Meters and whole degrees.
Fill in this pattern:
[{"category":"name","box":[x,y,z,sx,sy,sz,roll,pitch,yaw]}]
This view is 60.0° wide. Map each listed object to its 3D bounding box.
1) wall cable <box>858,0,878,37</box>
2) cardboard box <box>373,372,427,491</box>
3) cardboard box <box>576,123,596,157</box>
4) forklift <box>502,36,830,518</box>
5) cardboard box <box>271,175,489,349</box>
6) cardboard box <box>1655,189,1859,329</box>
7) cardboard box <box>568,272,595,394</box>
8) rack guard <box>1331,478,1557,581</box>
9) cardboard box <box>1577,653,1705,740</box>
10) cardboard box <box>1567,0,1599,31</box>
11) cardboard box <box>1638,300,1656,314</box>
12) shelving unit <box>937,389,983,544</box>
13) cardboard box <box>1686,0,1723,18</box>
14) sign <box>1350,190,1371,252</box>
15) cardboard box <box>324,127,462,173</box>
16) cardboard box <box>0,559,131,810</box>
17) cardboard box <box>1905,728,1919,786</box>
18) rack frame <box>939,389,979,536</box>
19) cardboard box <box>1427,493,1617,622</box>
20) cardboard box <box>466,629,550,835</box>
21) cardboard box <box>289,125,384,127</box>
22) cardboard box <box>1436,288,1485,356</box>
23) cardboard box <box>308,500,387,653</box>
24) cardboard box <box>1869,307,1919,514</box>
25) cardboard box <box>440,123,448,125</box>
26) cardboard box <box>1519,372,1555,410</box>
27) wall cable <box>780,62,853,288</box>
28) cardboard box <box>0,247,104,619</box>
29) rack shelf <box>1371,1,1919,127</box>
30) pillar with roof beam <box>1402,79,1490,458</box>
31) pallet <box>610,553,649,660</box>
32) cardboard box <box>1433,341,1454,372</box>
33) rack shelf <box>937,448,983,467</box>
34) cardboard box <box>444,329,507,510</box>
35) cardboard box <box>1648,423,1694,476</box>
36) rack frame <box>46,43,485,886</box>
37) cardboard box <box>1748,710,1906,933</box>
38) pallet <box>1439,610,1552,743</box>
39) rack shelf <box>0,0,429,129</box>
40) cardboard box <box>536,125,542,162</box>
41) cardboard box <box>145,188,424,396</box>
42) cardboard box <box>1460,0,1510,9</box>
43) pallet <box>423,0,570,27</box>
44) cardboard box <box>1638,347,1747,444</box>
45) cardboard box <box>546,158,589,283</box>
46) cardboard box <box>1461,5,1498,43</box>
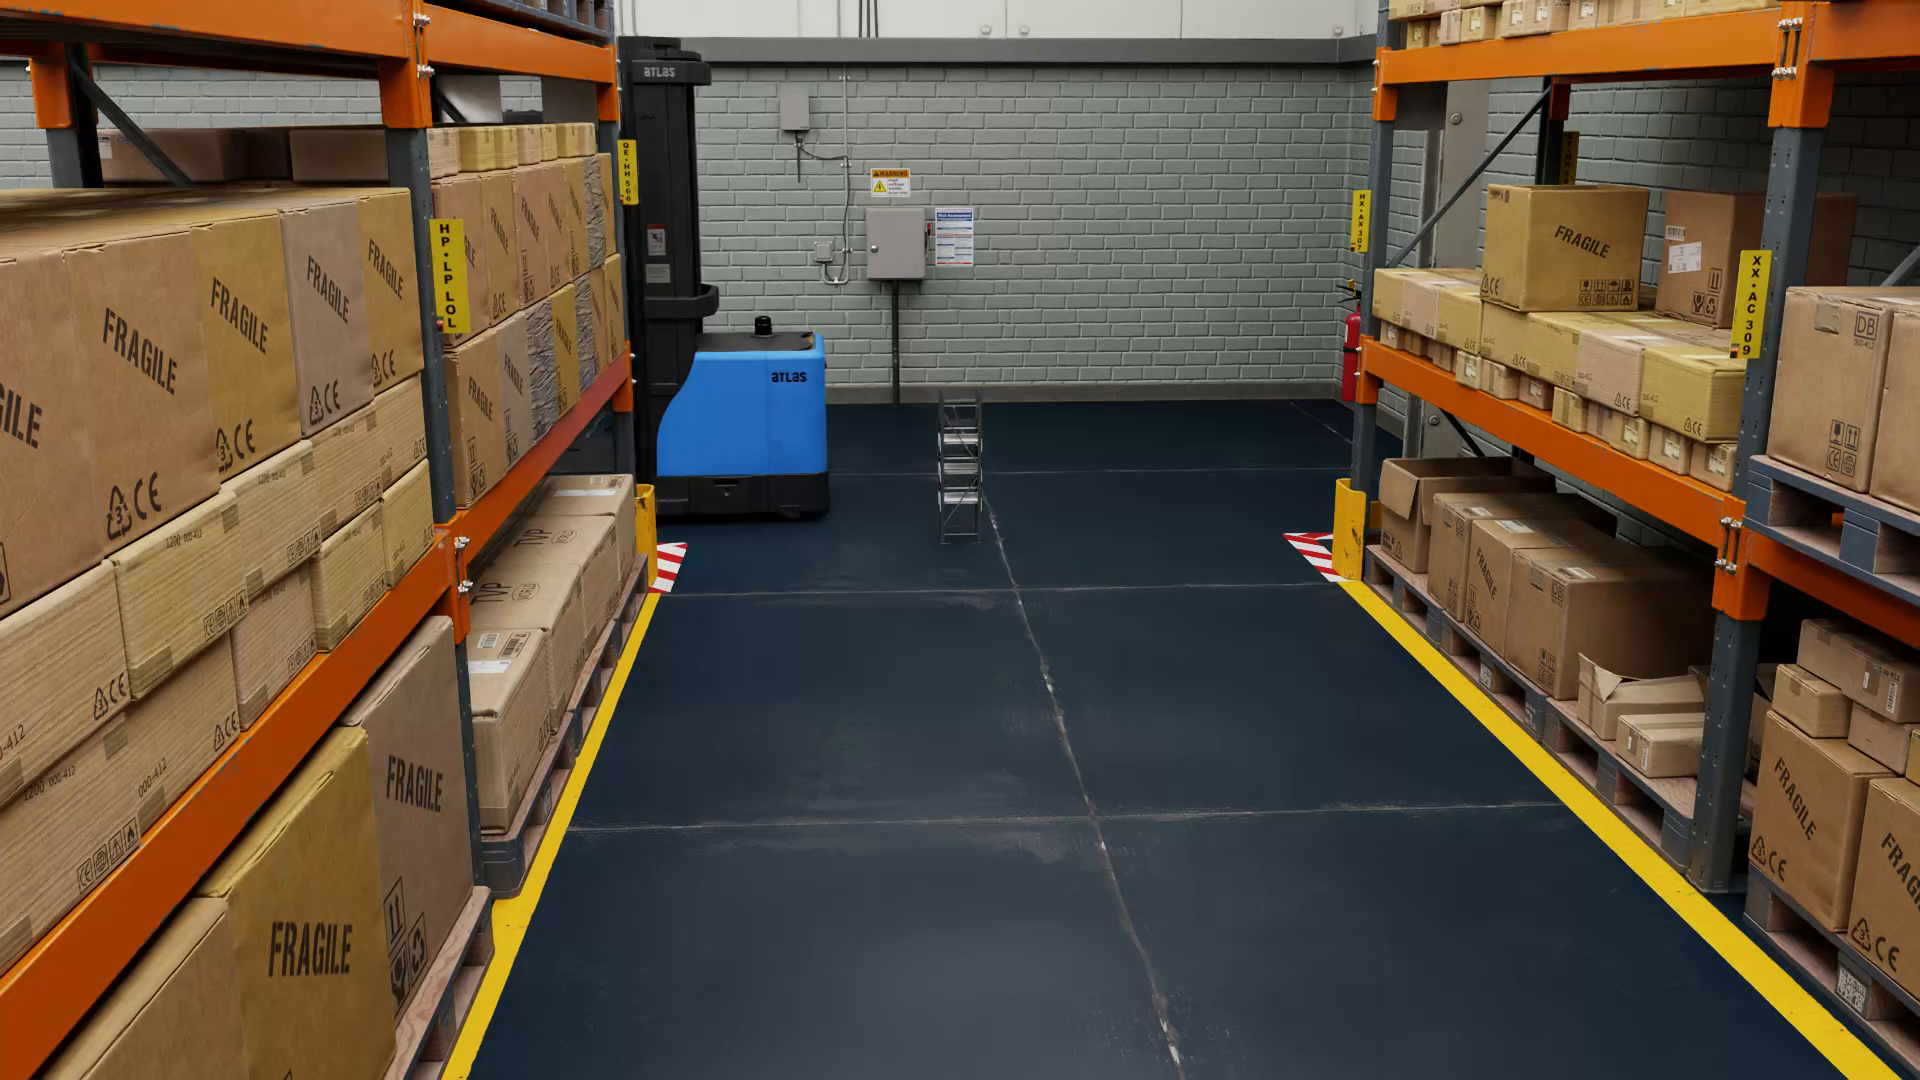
[{"category":"wall cable","box":[0.638,-5.599,13.655,2.988,3.039,0.133,-1,14,-3]},{"category":"cardboard box","box":[-1.744,-0.290,4.431,0.500,0.250,0.500,-1,14,-3]},{"category":"cardboard box","box":[-1.900,-1.856,7.711,0.380,0.149,0.250,-1,14,-4]},{"category":"forklift","box":[-2.372,-1.631,10.485,3.031,2.935,1.130,-1,14,-5]},{"category":"cardboard box","box":[-1.802,-0.881,5.224,0.500,0.500,0.500,-1,14,-3]},{"category":"cardboard box","box":[3.113,-1.113,6.531,0.500,0.500,0.500,-1,14,-5]},{"category":"cardboard box","box":[-1.910,-0.901,7.307,0.500,0.500,0.500,0,14,-2]},{"category":"rack guard","box":[2.697,-0.069,9.292,1.175,0.500,0.348,-1,14,-3]},{"category":"cardboard box","box":[2.590,0.594,6.342,0.396,0.266,0.258,0,14,-1]},{"category":"cardboard box","box":[2.583,-2.038,6.413,0.380,0.149,0.250,-1,14,-3]},{"category":"cardboard box","box":[3.074,-0.878,7.124,0.500,0.250,0.500,-1,14,-4]},{"category":"shelving unit","box":[-0.001,-0.438,9.922,0.258,0.900,0.210,-1,14,-3]},{"category":"cardboard box","box":[2.611,-1.781,5.412,0.380,0.149,0.250,-1,14,-4]},{"category":"sign","box":[2.150,-1.709,8.913,0.100,0.325,0.005,-1,14,-3]},{"category":"cardboard box","box":[-1.864,-1.282,5.480,0.380,0.149,0.250,-1,14,-4]},{"category":"cardboard box","box":[-1.601,0.217,2.463,0.500,0.250,0.500,-1,14,-4]},{"category":"cardboard box","box":[2.818,0.614,4.492,0.380,0.149,0.250,-2,15,-6]},{"category":"rack frame","box":[-0.007,-0.463,10.020,0.240,0.900,0.006,-1,14,-3]},{"category":"cardboard box","box":[2.649,0.075,7.887,0.700,0.500,0.500,0,14,-1]},{"category":"cardboard box","box":[-1.946,0.653,5.766,0.875,0.438,0.875,-1,14,-4]},{"category":"cardboard box","box":[-2.397,-1.525,6.423,0.380,0.149,0.250,-1,14,-3]},{"category":"cardboard box","box":[2.517,-1.002,7.604,0.500,0.250,0.500,-1,14,-4]},{"category":"cardboard box","box":[-1.704,0.081,3.994,0.500,0.250,0.500,-1,14,-4]},{"category":"cardboard box","box":[2.779,-0.303,4.141,0.700,0.500,0.500,-1,14,-3]},{"category":"cardboard box","box":[-2.493,-1.780,7.414,0.380,0.149,0.250,-1,14,-5]},{"category":"cardboard box","box":[2.590,-0.642,7.004,0.380,0.149,0.250,-1,14,-4]},{"category":"wall cable","box":[-1.220,-3.140,14.171,0.588,1.984,0.122,-1,14,-3]},{"category":"cardboard box","box":[-1.610,-0.143,2.354,0.500,0.500,0.500,0,14,-2]},{"category":"rack shelf","box":[2.816,-1.905,6.836,1.077,0.370,4.000,-1,14,-3]},{"category":"pillar with roof beam","box":[-0.872,-4.822,10.708,9.100,9.000,0.400,-1,14,-3]},{"category":"pallet","box":[-2.134,0.327,8.332,1.003,0.211,1.213,-1,14,-3]},{"category":"cardboard box","box":[2.506,-0.900,8.008,0.380,0.149,0.250,0,14,-2]},{"category":"rack shelf","box":[-0.001,-0.493,9.908,0.258,0.077,0.200,-1,14,-3]},{"category":"cardboard box","box":[-1.782,-0.395,5.343,0.500,0.500,0.500,0,14,-2]},{"category":"cardboard box","box":[2.630,-0.322,5.762,0.380,0.149,0.250,0,14,-2]},{"category":"rack frame","box":[-2.014,-0.226,4.886,1.000,3.000,0.127,-1,14,-3]},{"category":"cardboard box","box":[2.745,0.827,4.965,0.500,0.500,0.500,0,14,-1]},{"category":"pallet","box":[2.820,0.572,7.381,1.003,0.211,1.213,-1,14,-3]},{"category":"rack shelf","box":[-1.890,-0.833,2.669,1.077,0.370,4.000,-1,14,-3]},{"category":"cardboard box","box":[-1.908,-1.600,6.715,0.380,0.149,0.250,0,14,-2]},{"category":"cardboard box","box":[-1.736,-0.652,4.332,0.500,0.500,0.500,0,14,-2]},{"category":"cardboard box","box":[2.518,-2.455,7.231,0.500,0.250,0.500,-1,14,-5]},{"category":"pallet","box":[-2.127,-2.142,6.491,1.003,0.211,1.213,-1,14,-3]},{"category":"cardboard box","box":[2.665,-0.498,5.647,0.500,0.250,0.500,-1,14,-2]},{"category":"cardboard box","box":[-1.905,-1.385,7.182,0.500,0.500,0.500,-1,14,-4]},{"category":"cardboard box","box":[2.457,-2.289,7.389,0.380,0.149,0.250,-1,14,-4]}]
